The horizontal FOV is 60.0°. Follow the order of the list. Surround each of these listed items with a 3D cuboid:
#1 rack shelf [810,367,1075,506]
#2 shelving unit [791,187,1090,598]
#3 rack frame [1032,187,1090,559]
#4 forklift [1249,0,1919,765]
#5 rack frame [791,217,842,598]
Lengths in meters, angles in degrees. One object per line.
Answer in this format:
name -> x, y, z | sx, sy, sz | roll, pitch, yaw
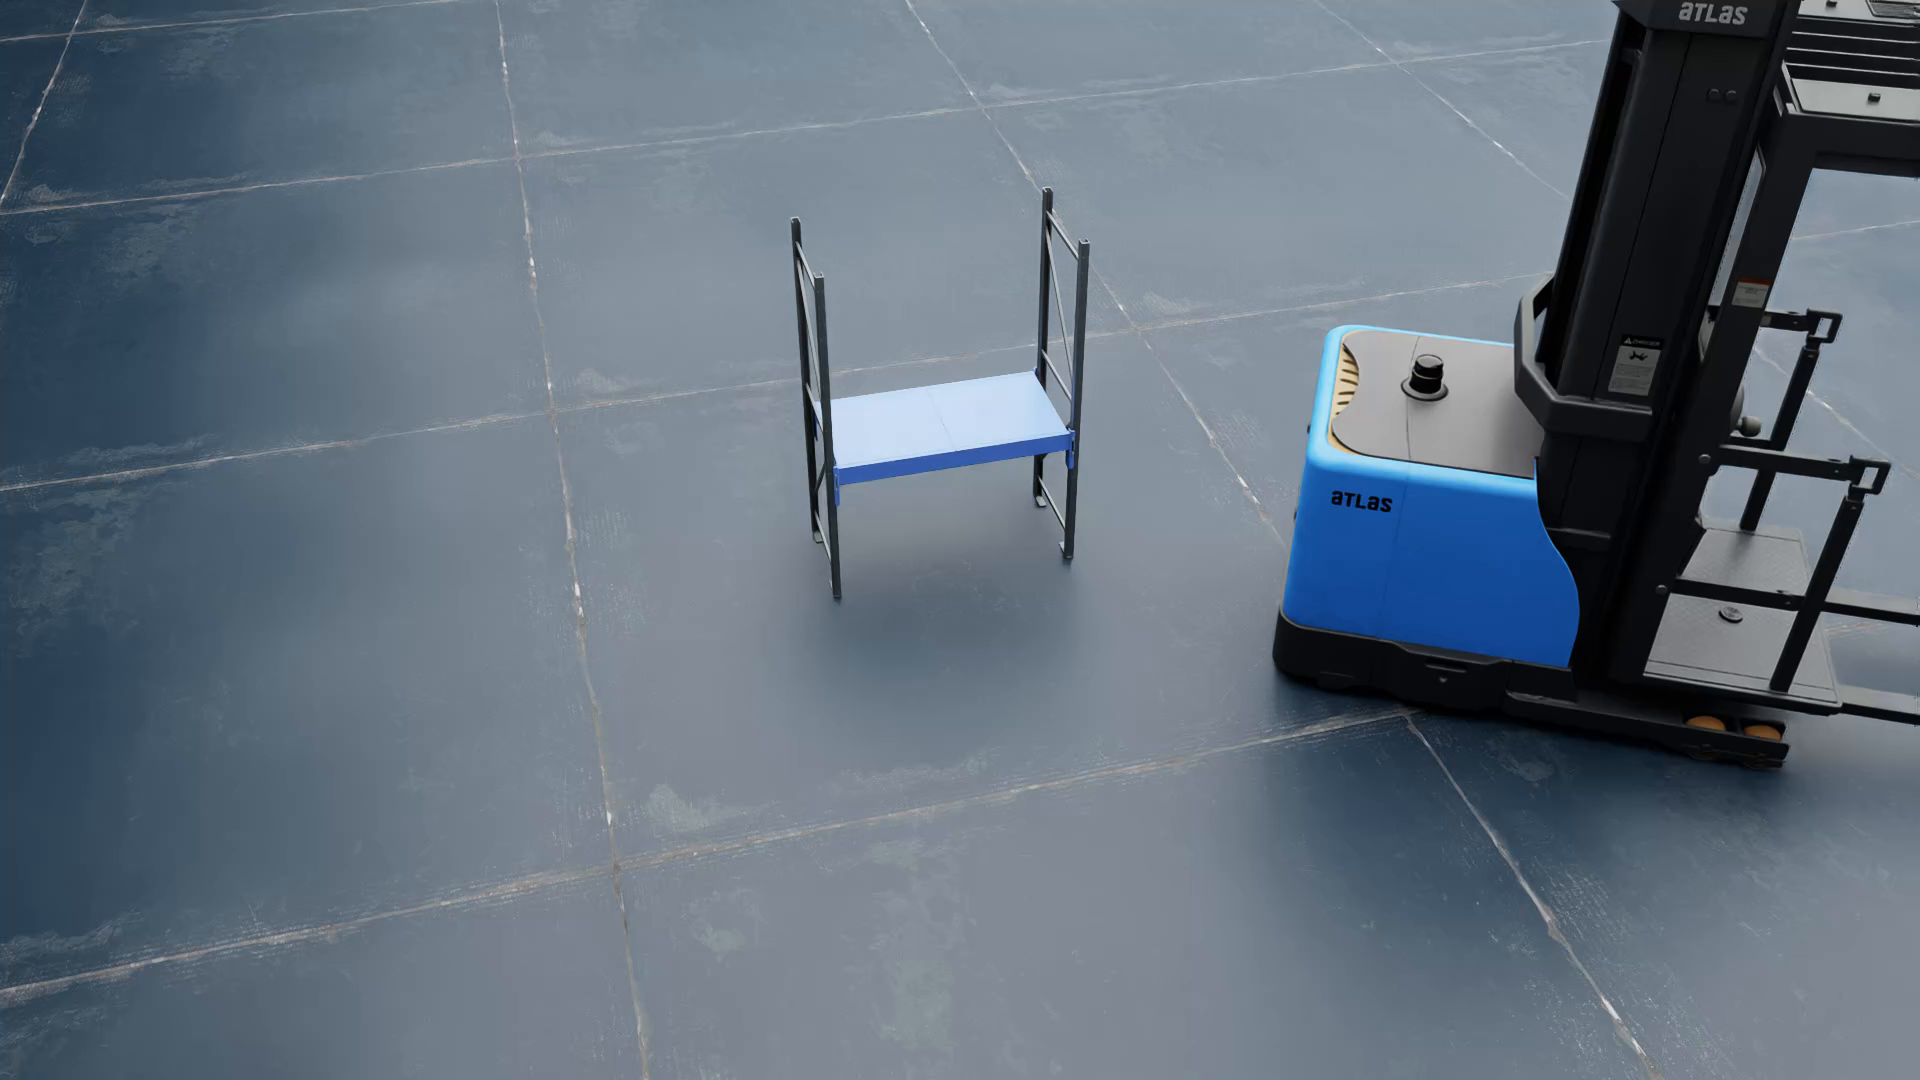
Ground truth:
rack shelf -> -0.082, -0.439, 6.886 | 1.000, 0.185, 0.538 | -9, 38, -12
shelving unit -> -0.082, -0.582, 6.777 | 1.048, 1.500, 0.538 | -9, 38, -12
rack frame -> 0.408, -0.663, 6.882 | 0.032, 1.500, 0.500 | -9, 38, -12
forklift -> 2.712, -0.690, 5.740 | 3.031, 2.935, 1.130 | 9, 38, 11
rack frame -> -0.573, -0.502, 6.671 | 0.032, 1.500, 0.500 | -9, 38, -12
